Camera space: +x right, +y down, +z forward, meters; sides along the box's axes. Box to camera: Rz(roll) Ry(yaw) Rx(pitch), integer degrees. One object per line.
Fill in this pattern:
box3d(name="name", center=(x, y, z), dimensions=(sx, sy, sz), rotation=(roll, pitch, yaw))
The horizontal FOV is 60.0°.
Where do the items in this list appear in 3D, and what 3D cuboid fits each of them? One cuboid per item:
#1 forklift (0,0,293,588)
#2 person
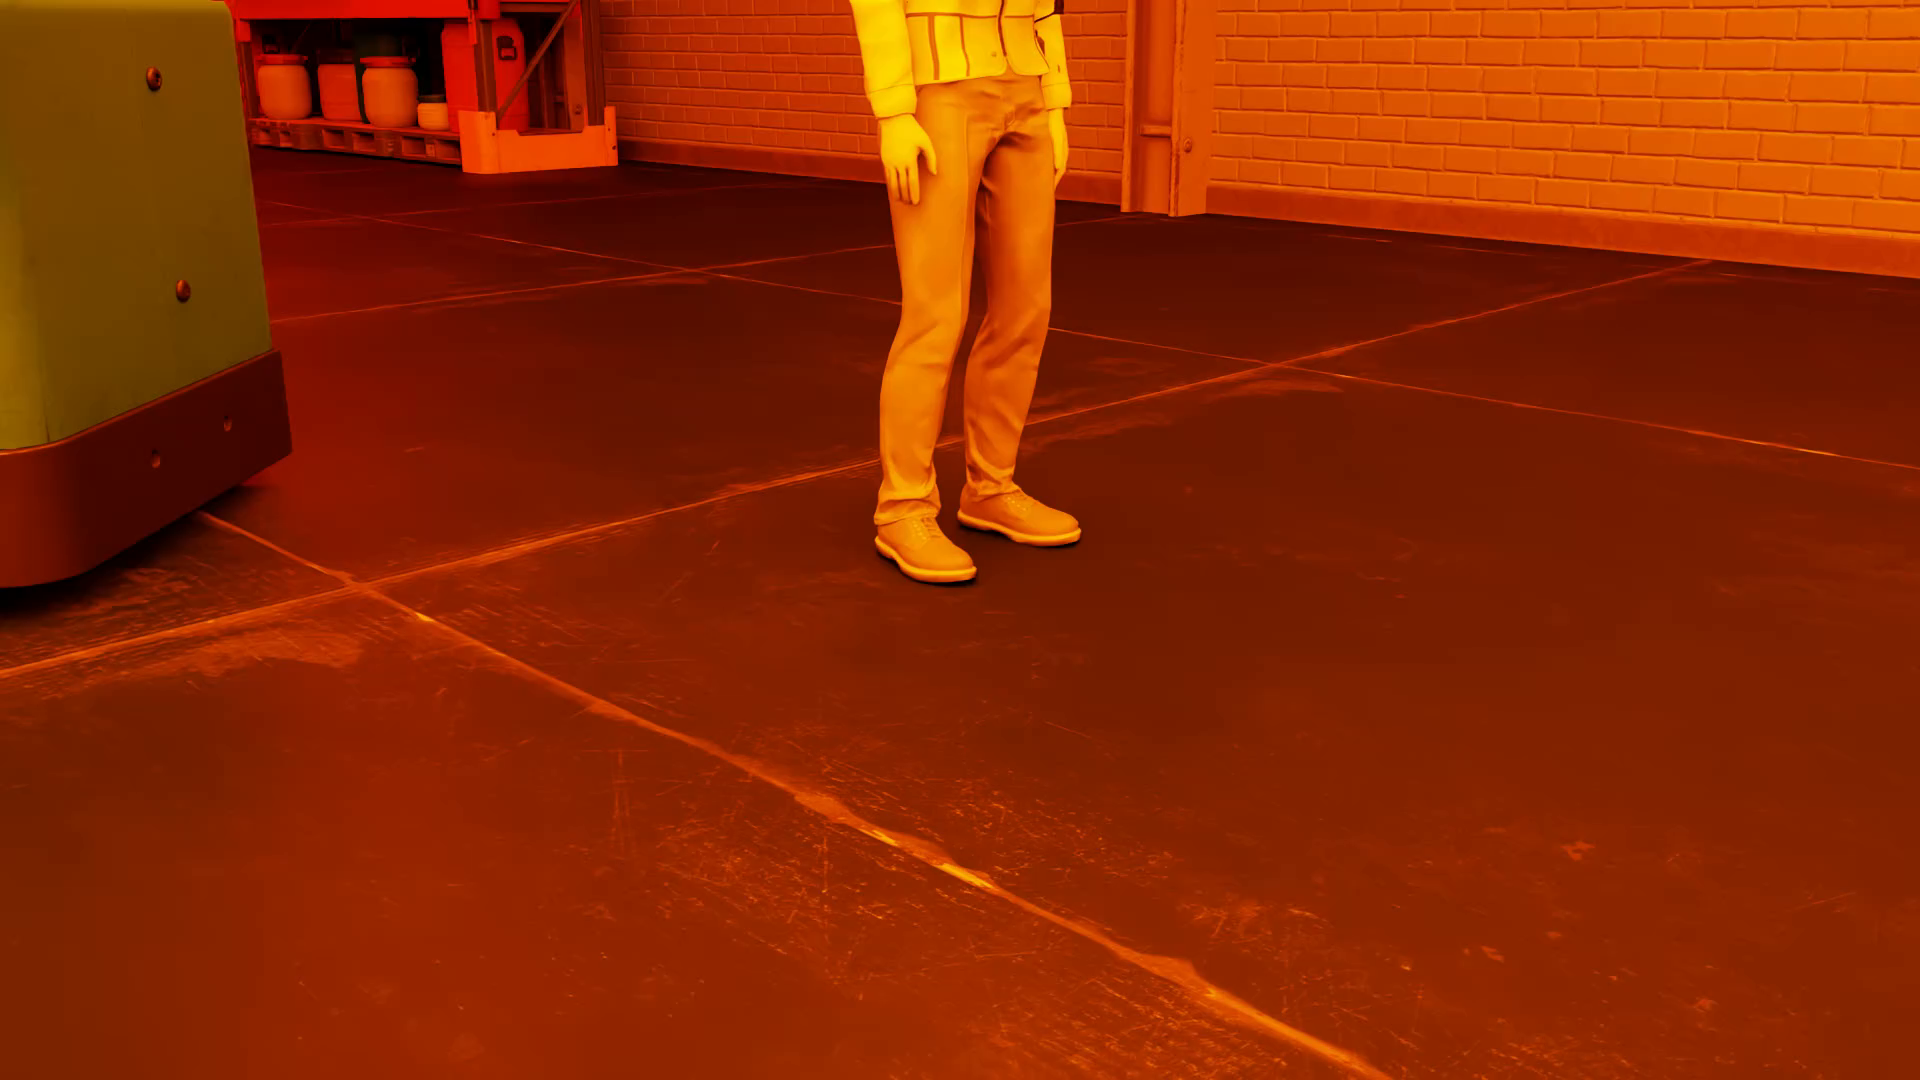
box3d(name="forklift", center=(-3.053, -1.417, 3.017), dimensions=(3.031, 2.935, 1.130), rotation=(1, 17, 2))
box3d(name="person", center=(0.028, -0.790, 3.137), dimensions=(0.372, 1.662, 0.529), rotation=(15, 23, 40))
